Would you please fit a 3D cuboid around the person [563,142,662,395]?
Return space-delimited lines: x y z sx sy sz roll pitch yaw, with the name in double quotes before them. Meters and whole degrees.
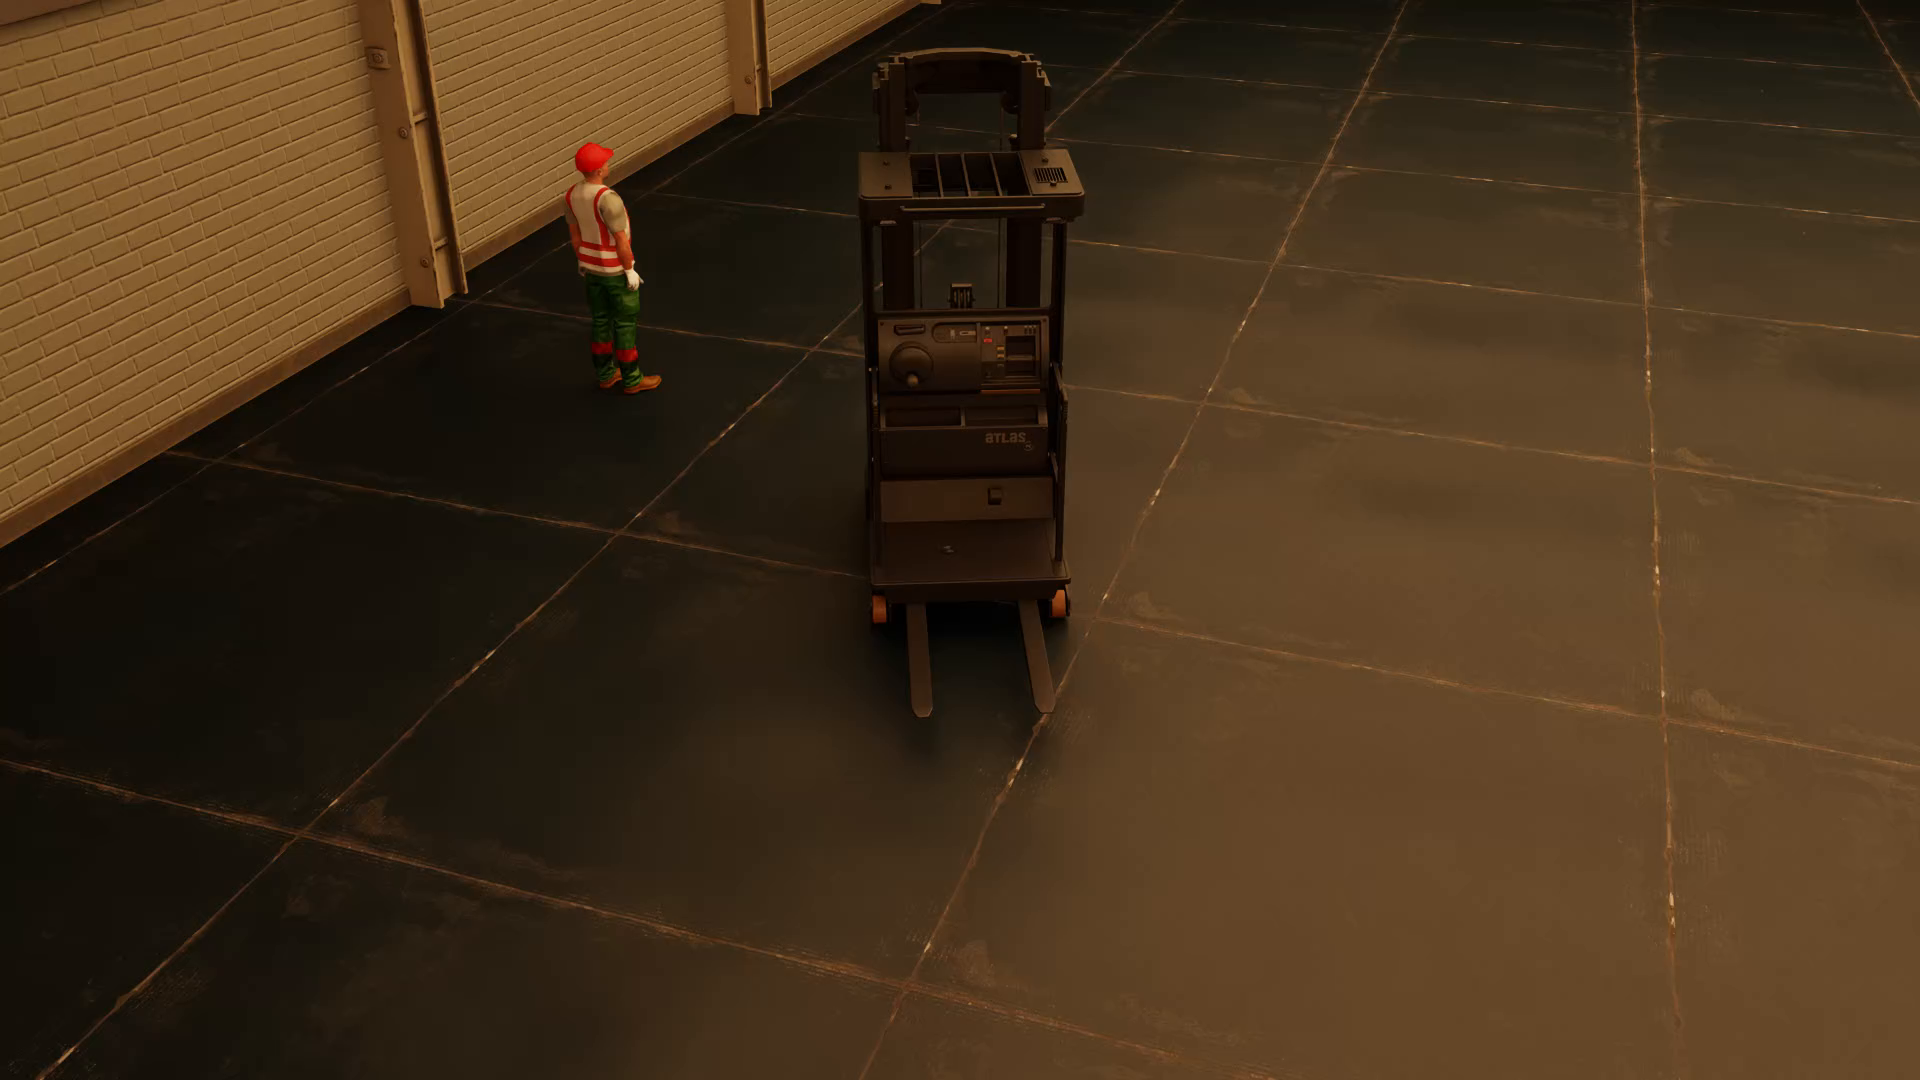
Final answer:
"person" -2.449 -1.900 11.623 0.535 1.794 0.374 18 34 28

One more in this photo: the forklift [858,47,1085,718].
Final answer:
"forklift" 0.035 -0.972 8.842 1.130 2.935 3.031 -2 30 -3
